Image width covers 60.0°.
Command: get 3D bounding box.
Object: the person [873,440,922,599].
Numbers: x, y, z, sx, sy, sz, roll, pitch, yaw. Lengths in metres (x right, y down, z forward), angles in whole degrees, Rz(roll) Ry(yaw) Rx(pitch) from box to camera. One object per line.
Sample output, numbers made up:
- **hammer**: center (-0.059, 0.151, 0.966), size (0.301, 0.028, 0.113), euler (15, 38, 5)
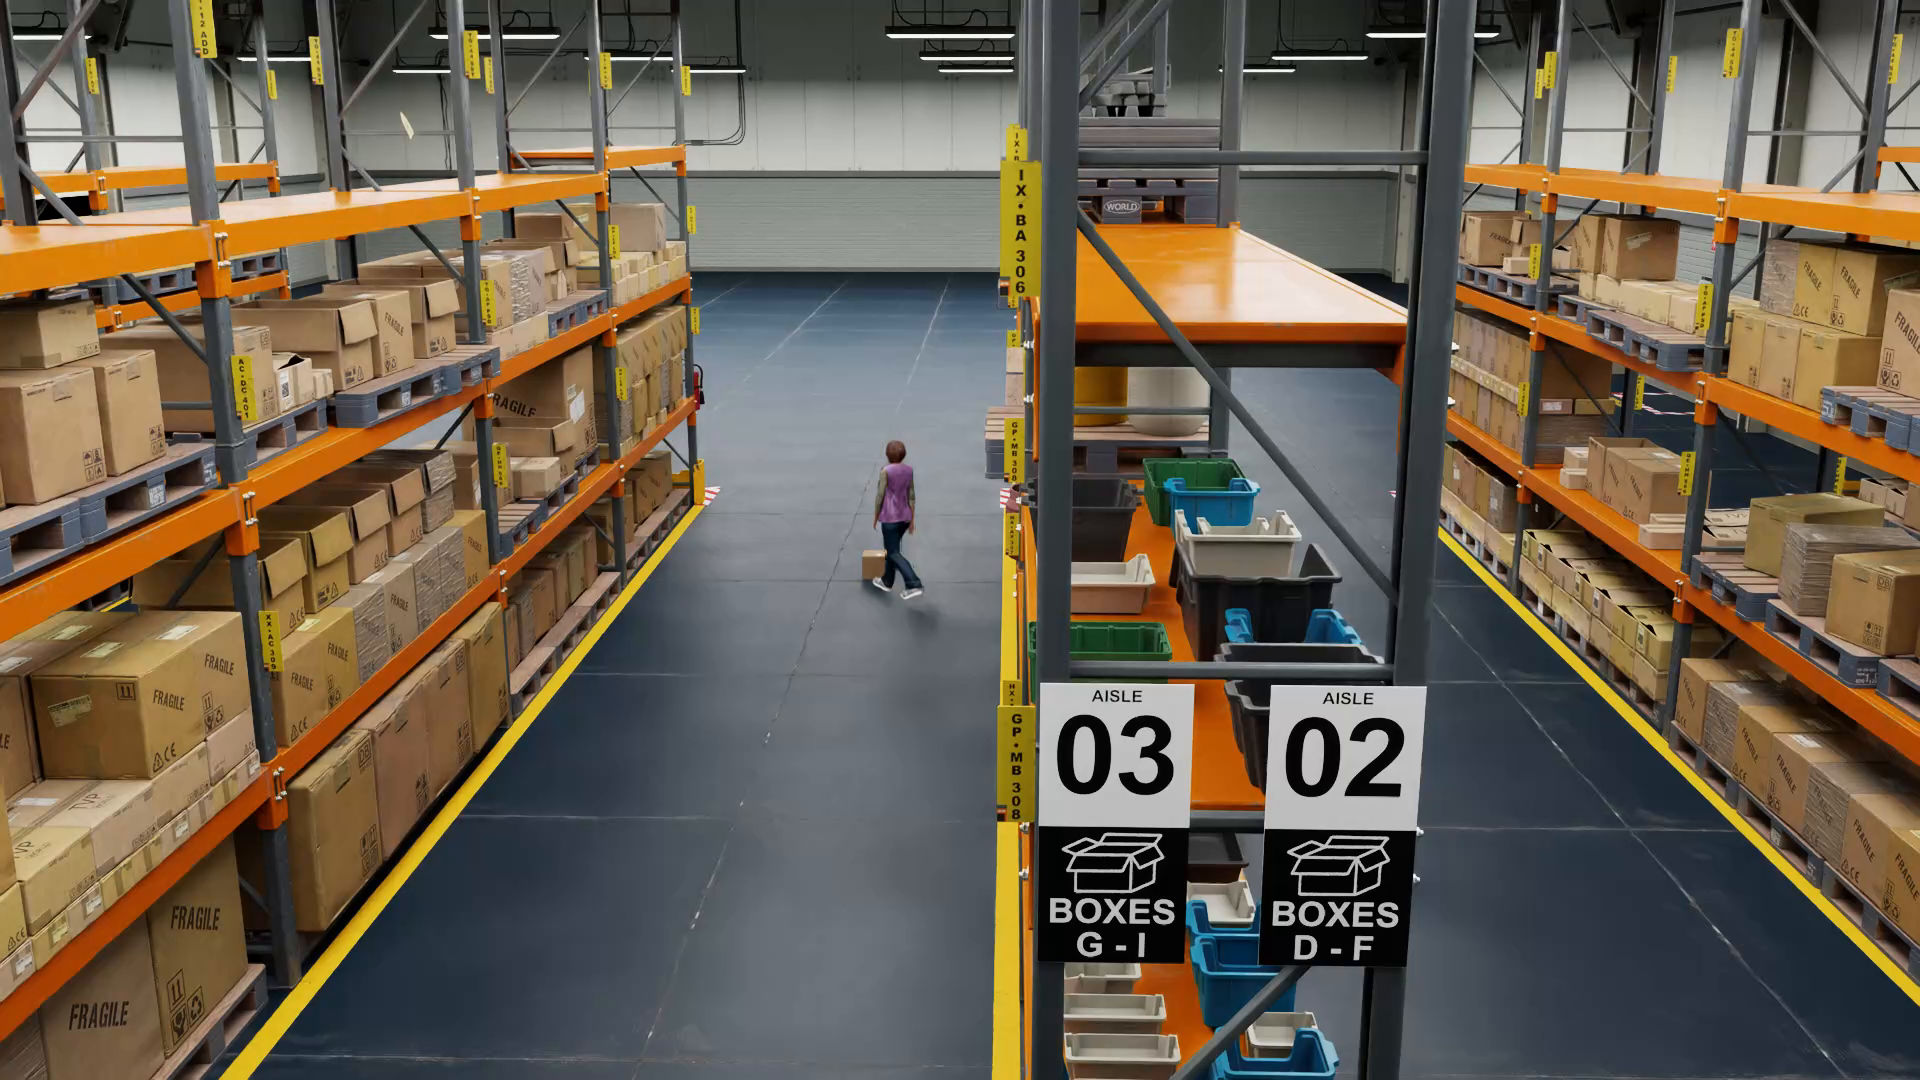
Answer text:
- **person**: center (-0.637, -0.197, 16.299), size (0.408, 1.559, 0.879), euler (-13, 19, -41)
